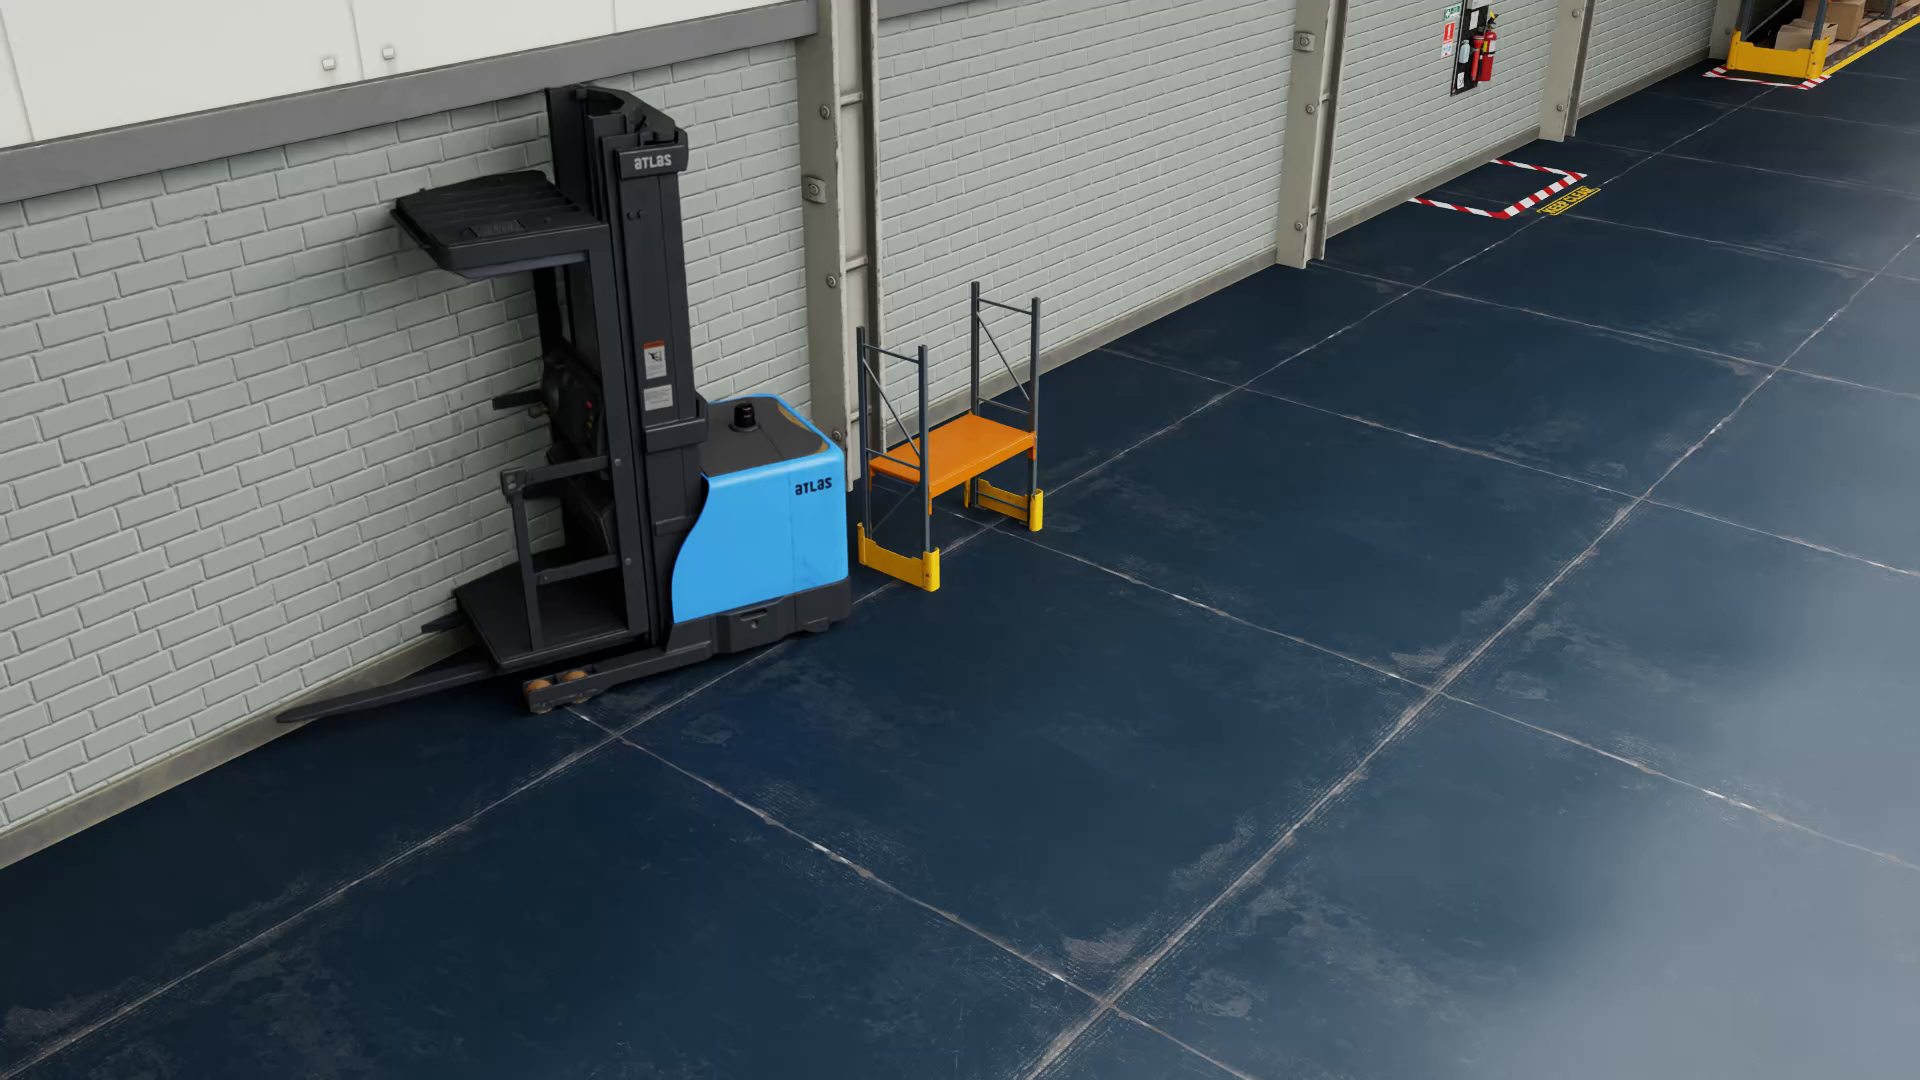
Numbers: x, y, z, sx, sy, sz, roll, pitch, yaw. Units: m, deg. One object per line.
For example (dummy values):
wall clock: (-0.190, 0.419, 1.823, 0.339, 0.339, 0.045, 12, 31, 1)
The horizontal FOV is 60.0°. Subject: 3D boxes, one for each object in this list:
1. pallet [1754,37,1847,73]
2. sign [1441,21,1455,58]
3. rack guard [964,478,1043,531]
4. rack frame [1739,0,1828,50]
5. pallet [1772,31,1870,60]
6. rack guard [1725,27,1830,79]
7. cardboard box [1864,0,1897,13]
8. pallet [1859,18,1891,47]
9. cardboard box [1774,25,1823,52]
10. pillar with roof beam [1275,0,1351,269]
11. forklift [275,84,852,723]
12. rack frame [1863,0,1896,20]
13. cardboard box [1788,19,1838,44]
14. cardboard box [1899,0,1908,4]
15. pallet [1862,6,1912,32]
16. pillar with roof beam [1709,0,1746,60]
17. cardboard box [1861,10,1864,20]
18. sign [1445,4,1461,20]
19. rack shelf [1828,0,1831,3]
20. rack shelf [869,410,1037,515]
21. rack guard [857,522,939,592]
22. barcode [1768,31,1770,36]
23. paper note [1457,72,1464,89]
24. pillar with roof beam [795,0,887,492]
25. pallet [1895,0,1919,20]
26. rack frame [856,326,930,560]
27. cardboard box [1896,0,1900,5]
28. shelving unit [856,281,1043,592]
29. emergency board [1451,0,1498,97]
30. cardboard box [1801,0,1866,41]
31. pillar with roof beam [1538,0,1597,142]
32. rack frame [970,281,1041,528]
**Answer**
pallet: (11.539, -6.706, 22.984, 1.003, 0.211, 1.213, 21, 34, 34)
sign: (4.875, -4.999, 16.609, 0.001, 0.329, 0.234, 21, 34, 34)
rack guard: (0.268, -0.261, 10.482, 0.587, 0.250, 0.087, 21, 34, 34)
rack frame: (10.946, -7.640, 21.754, 1.000, 3.000, 0.127, 21, 34, 34)
pallet: (12.315, -7.137, 23.816, 1.003, 0.211, 1.213, 21, 34, 34)
rack guard: (10.995, -6.557, 22.380, 1.175, 0.500, 0.348, 21, 34, 34)
cardboard box: (13.946, -8.409, 25.482, 0.700, 0.500, 0.500, 22, 35, 36)
pallet: (13.091, -7.571, 24.656, 1.003, 0.211, 1.213, 21, 34, 34)
cardboard box: (11.456, -6.860, 22.694, 0.500, 0.311, 0.500, 17, 32, 29)
pillar with roof beam: (6.413, -5.293, 10.688, 9.100, 9.000, 0.400, 21, 34, 34)
forklift: (-2.145, -0.691, 8.395, 3.031, 2.935, 1.130, -14, 31, -25)
rack frame: (13.490, -9.058, 24.495, 1.000, 3.000, 0.127, 21, 34, 34)
cardboard box: (11.818, -7.062, 23.085, 0.500, 0.311, 0.500, 24, 36, 38)
cardboard box: (14.591, -8.776, 26.192, 0.700, 0.500, 0.500, 21, 34, 35)
pallet: (13.985, -8.096, 25.670, 1.003, 0.211, 1.213, 21, 34, 34)
pillar with roof beam: (14.046, -9.547, 18.912, 9.100, 9.000, 0.400, 21, 34, 34)
cardboard box: (13.173, -7.797, 24.662, 0.380, 0.166, 0.250, 16, 31, 28)
sign: (4.885, -5.233, 16.486, 0.001, 0.109, 0.331, 21, 34, 34)
rack shelf: (12.218, -8.030, 23.290, 1.077, 0.370, 4.000, 21, 34, 34)
rack shelf: (-0.054, -0.476, 9.930, 0.538, 0.185, 1.000, 21, 34, 34)
rack guard: (-0.365, 0.093, 9.799, 0.587, 0.250, 0.087, 21, 34, 34)
barcode: (11.159, -6.988, 22.930, 0.001, 0.075, 0.075, 21, 34, 34)
paper note: (5.140, -4.715, 17.058, 0.016, 0.148, 0.142, 21, 34, 34)
pillar with roof beam: (2.597, -3.166, 6.575, 9.100, 9.000, 0.400, 21, 34, 34)
pallet: (14.760, -8.531, 26.510, 1.003, 0.211, 1.213, 21, 34, 34)
rack frame: (-0.378, -0.456, 9.499, 0.500, 1.500, 0.032, 21, 34, 34)
cardboard box: (14.236, -8.607, 25.865, 0.700, 0.500, 0.500, 20, 33, 33)
shelving unit: (-0.048, -0.639, 9.853, 0.587, 1.500, 1.083, 21, 34, 34)
emergency board: (5.306, -5.149, 16.938, 0.194, 1.169, 0.643, 21, 34, 34)
cardboard box: (12.324, -7.392, 23.516, 0.700, 0.500, 0.500, 18, 33, 31)
pillar with roof beam: (10.229, -7.420, 14.800, 9.100, 9.000, 0.400, 21, 34, 34)
rack frame: (0.269, -0.816, 10.195, 0.500, 1.500, 0.032, 21, 34, 34)
